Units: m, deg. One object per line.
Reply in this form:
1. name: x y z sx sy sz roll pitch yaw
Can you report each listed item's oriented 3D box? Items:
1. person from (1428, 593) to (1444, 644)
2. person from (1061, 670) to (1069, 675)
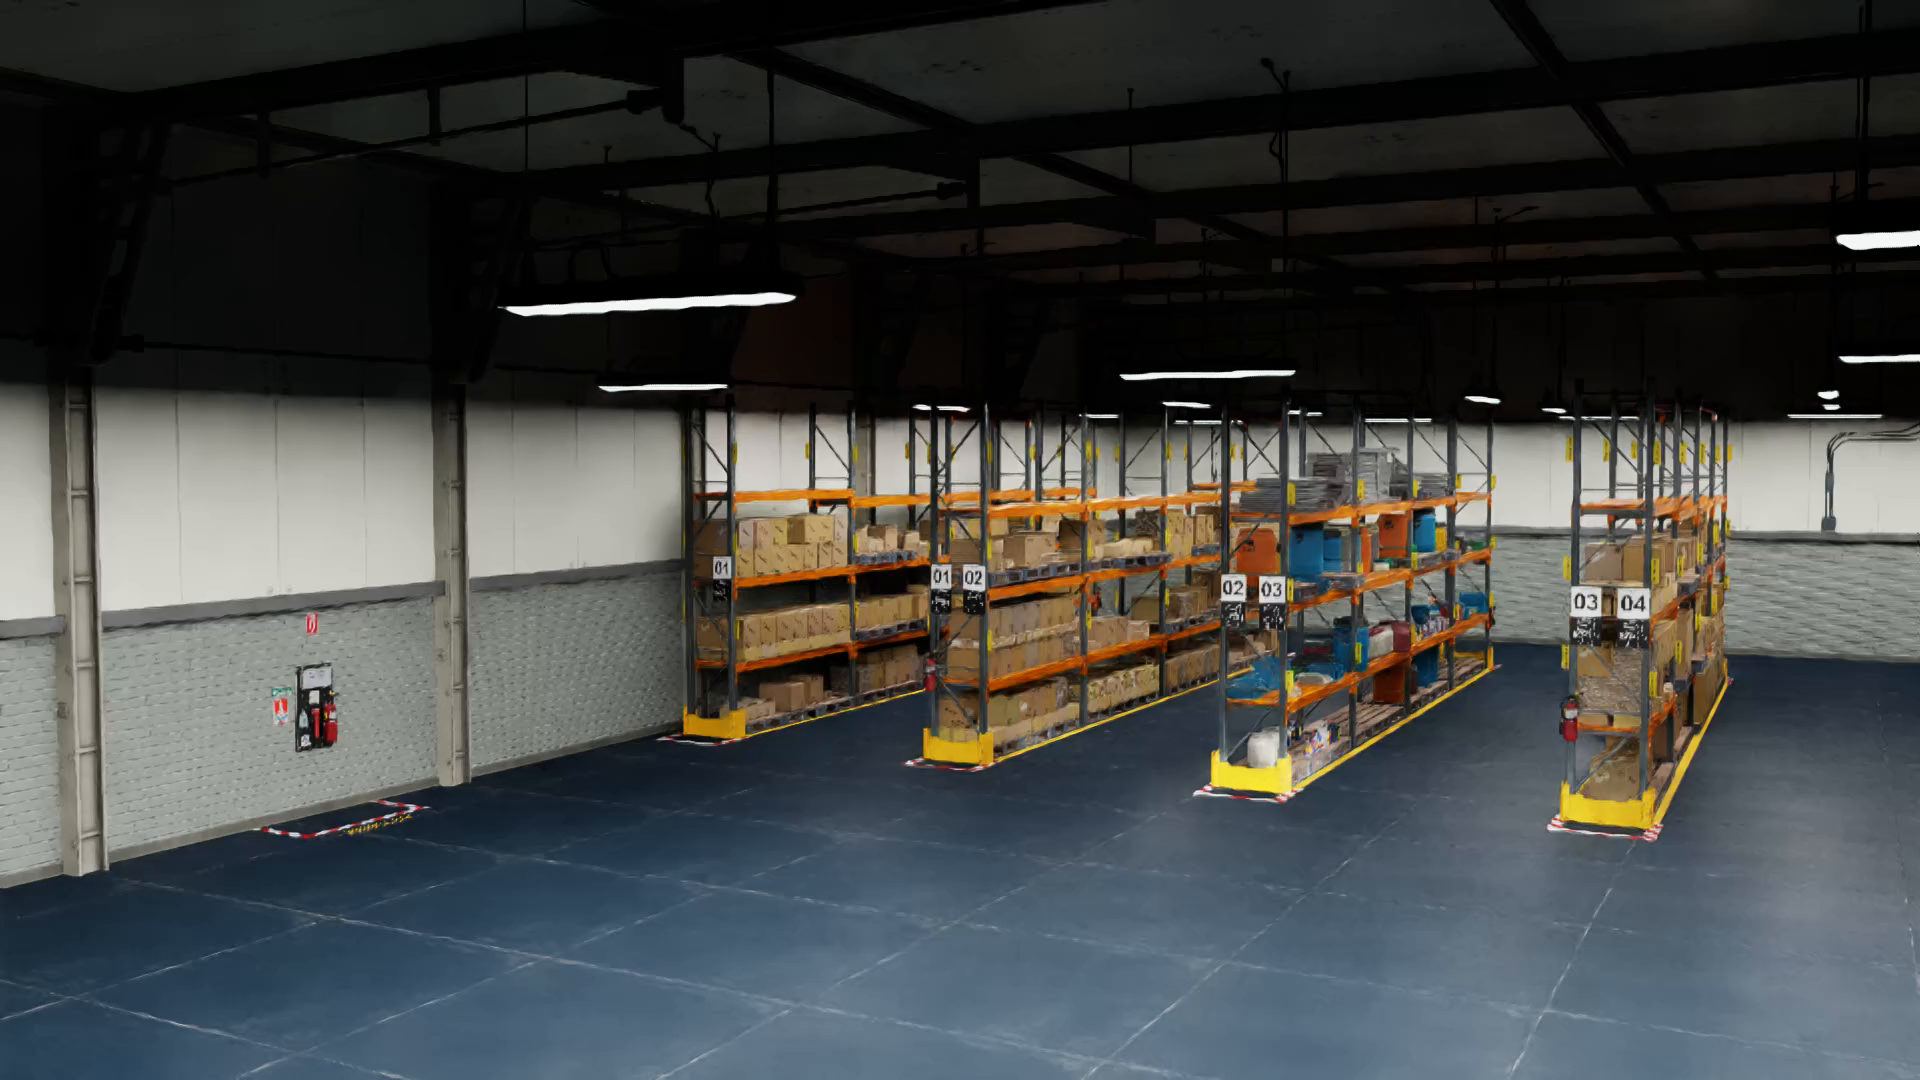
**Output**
1. person: 11.464 2.080 40.250 0.957 1.617 0.485 -2 4 -39
2. person: 1.949 2.294 34.680 0.553 1.703 1.022 2 4 37
